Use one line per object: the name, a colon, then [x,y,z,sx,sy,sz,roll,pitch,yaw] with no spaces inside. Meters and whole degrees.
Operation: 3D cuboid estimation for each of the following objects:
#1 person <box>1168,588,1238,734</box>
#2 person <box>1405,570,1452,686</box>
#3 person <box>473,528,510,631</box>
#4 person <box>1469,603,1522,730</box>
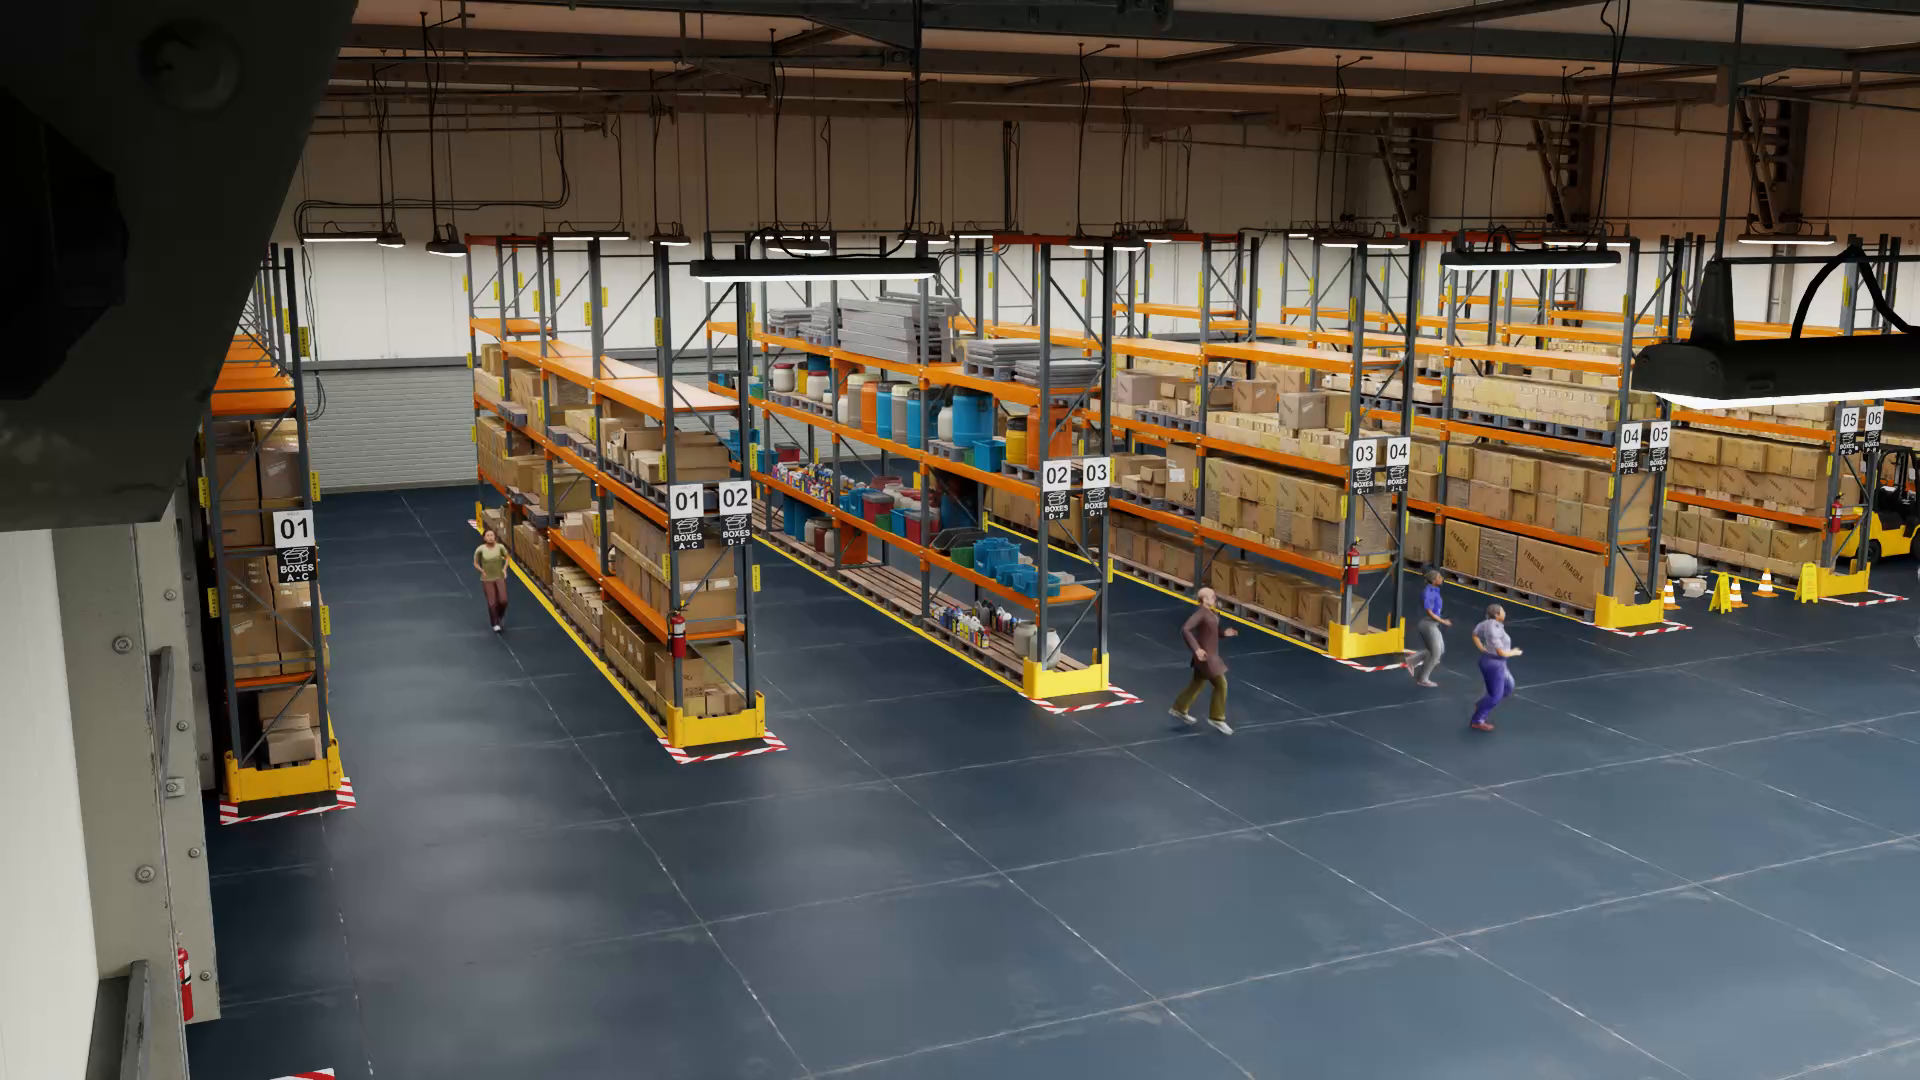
person: [3.039,1.492,20.749,0.841,1.836,0.681,2,11,10]
person: [6.437,1.251,22.813,0.593,1.514,0.623,3,11,14]
person: [-7.191,0.617,25.628,0.556,1.626,0.520,-4,12,-22]
person: [6.699,1.572,20.762,0.593,1.610,0.590,1,11,5]
